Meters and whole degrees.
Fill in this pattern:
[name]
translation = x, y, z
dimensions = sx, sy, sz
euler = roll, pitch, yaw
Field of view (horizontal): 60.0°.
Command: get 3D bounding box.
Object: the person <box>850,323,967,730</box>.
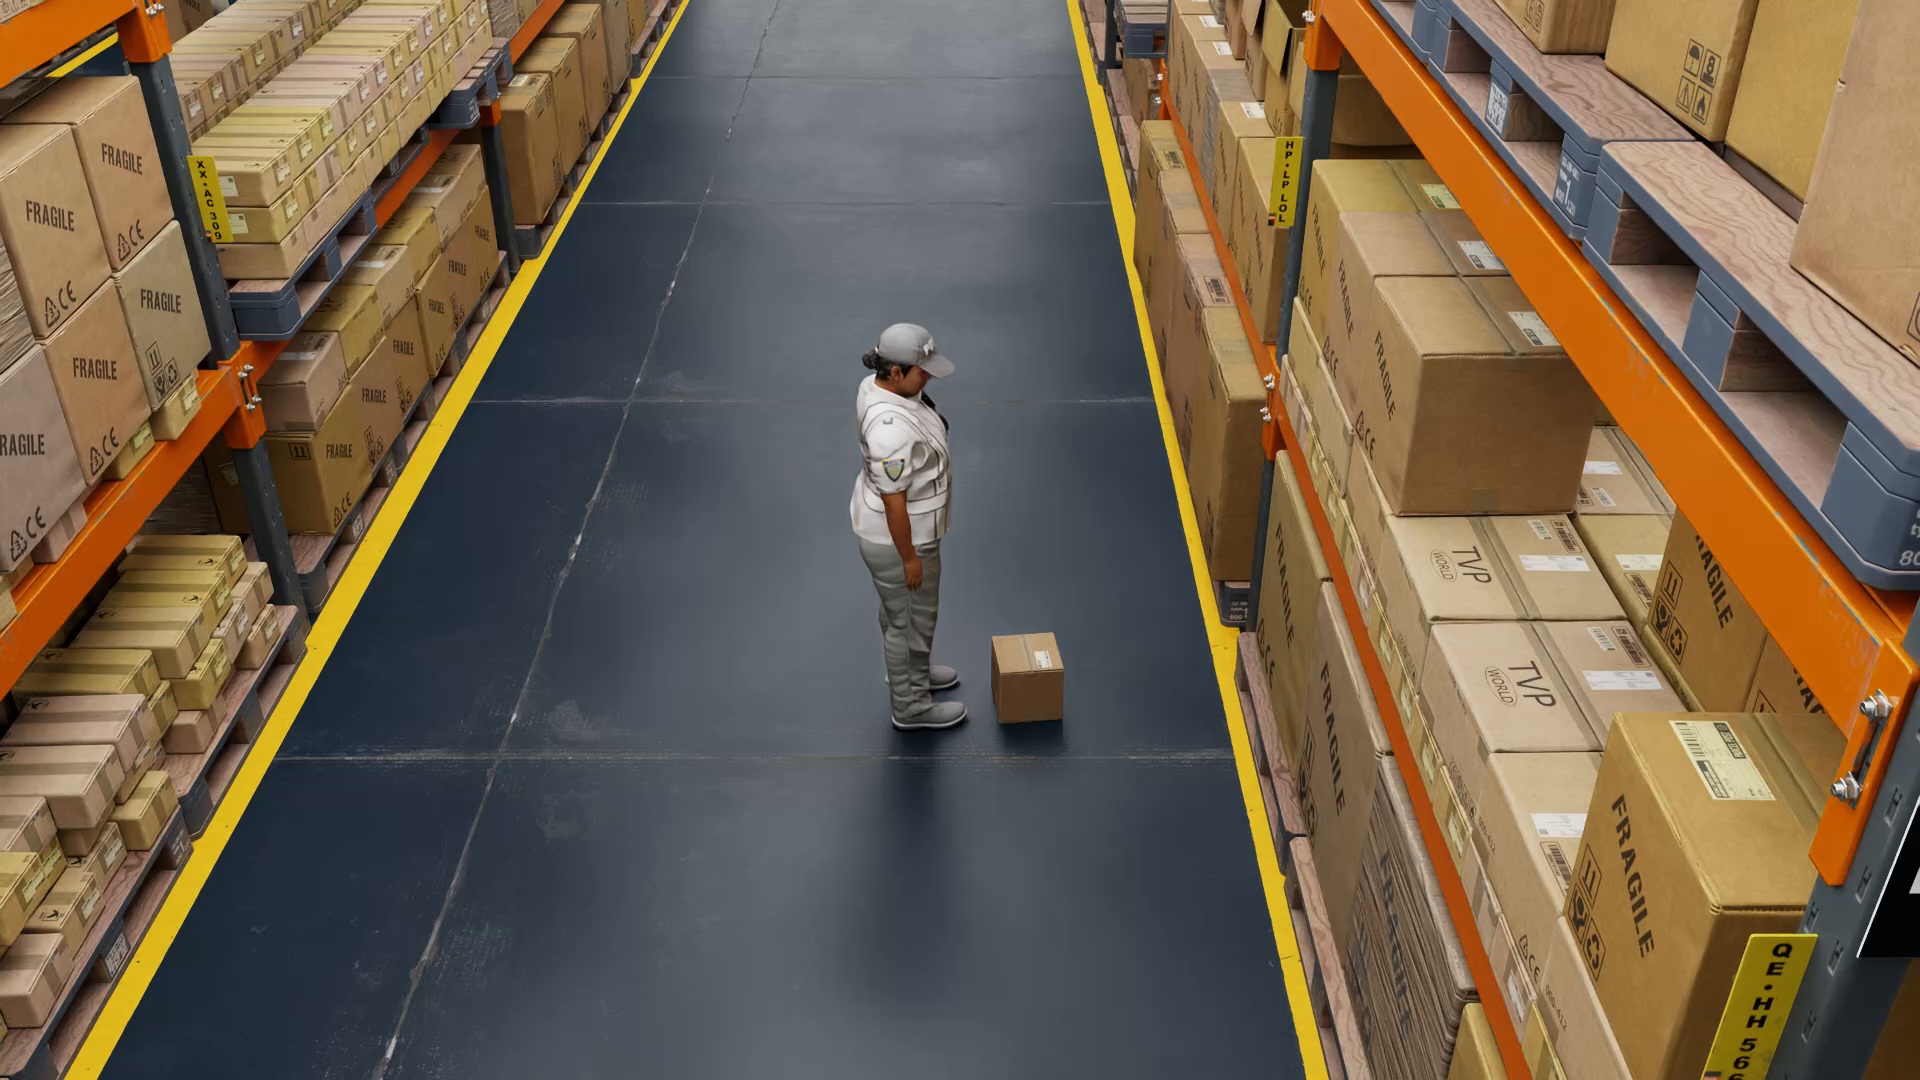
[person]
translation = -0.191, -0.033, 6.172
dimensions = 0.424, 1.670, 0.481
euler = -3, 32, -5
